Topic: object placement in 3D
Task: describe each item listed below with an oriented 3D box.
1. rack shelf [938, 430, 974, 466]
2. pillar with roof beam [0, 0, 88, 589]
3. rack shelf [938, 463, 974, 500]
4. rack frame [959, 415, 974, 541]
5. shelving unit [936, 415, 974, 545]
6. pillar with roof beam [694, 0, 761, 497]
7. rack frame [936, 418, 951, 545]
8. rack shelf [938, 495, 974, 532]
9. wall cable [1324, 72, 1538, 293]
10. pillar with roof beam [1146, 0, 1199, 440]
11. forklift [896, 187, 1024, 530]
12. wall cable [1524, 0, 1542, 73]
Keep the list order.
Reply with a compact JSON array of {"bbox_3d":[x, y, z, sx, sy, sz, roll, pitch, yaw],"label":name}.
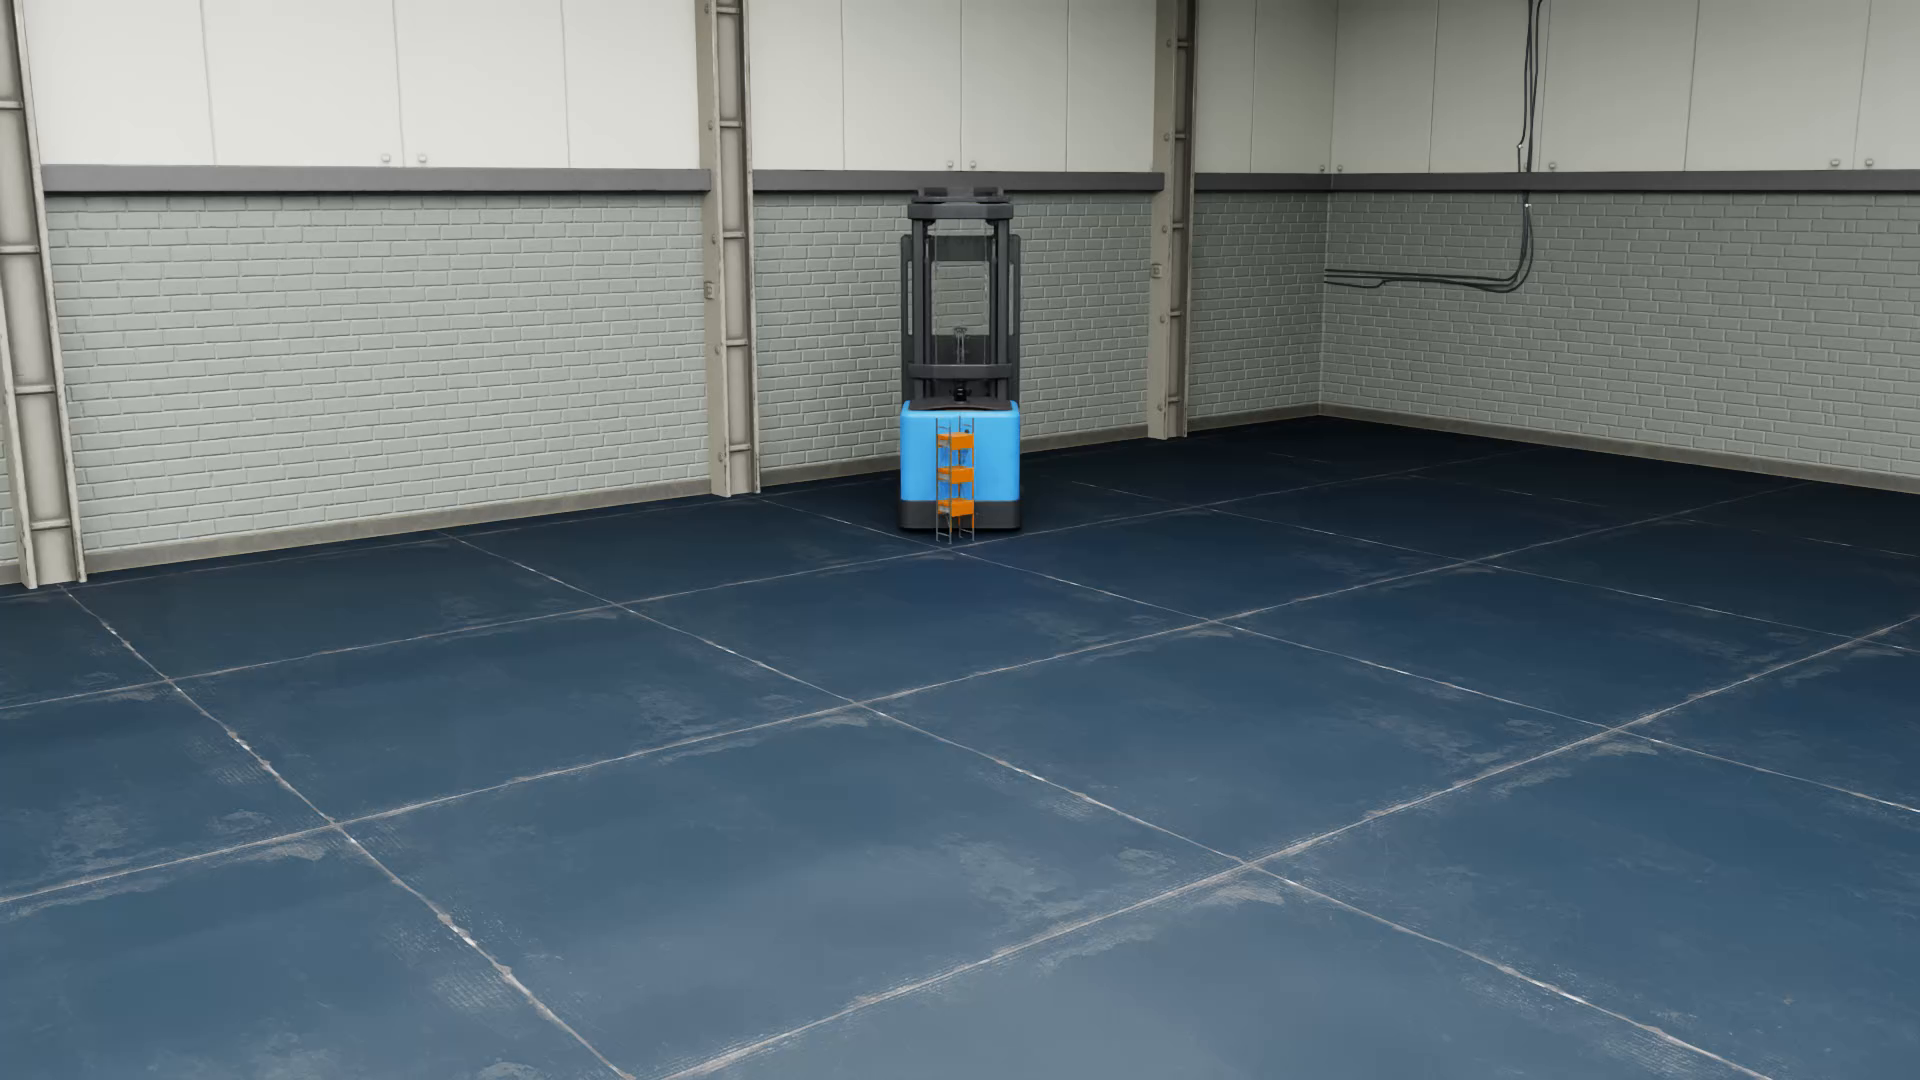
[{"bbox_3d":[-0.042,-0.772,13.923,0.240,0.259,0.215,-9,15,-37],"label":"rack shelf"},{"bbox_3d":[-4.199,-3.389,8.423,0.400,9.000,9.100,-9,15,-38],"label":"pillar with roof beam"},{"bbox_3d":[-0.042,-0.495,13.982,0.240,0.259,0.215,-9,15,-37],"label":"rack shelf"},{"bbox_3d":[0.055,-0.521,14.053,0.008,1.050,0.200,-9,15,-37],"label":"rack frame"},{"bbox_3d":[-0.042,-0.505,13.980,0.252,1.050,0.215,-9,15,-37],"label":"shelving unit"},{"bbox_3d":[0.486,-4.167,12.090,0.400,9.000,9.100,-9,15,-38],"label":"pillar with roof beam"},{"bbox_3d":[-0.138,-0.489,13.906,0.008,1.050,0.200,-9,15,-37],"label":"rack frame"},{"bbox_3d":[-0.042,-0.223,14.039,0.240,0.259,0.215,-9,15,-37],"label":"rack shelf"},{"bbox_3d":[5.609,-4.293,20.157,0.112,2.526,3.097,-9,15,-38],"label":"wall cable"},{"bbox_3d":[5.171,-4.946,15.756,0.400,9.000,9.100,-9,15,-38],"label":"pillar with roof beam"},{"bbox_3d":[0.007,-1.776,15.436,1.130,2.935,3.031,0,12,0],"label":"forklift"},{"bbox_3d":[7.299,-6.325,17.566,0.112,2.526,3.097,-9,15,-38],"label":"wall cable"}]
